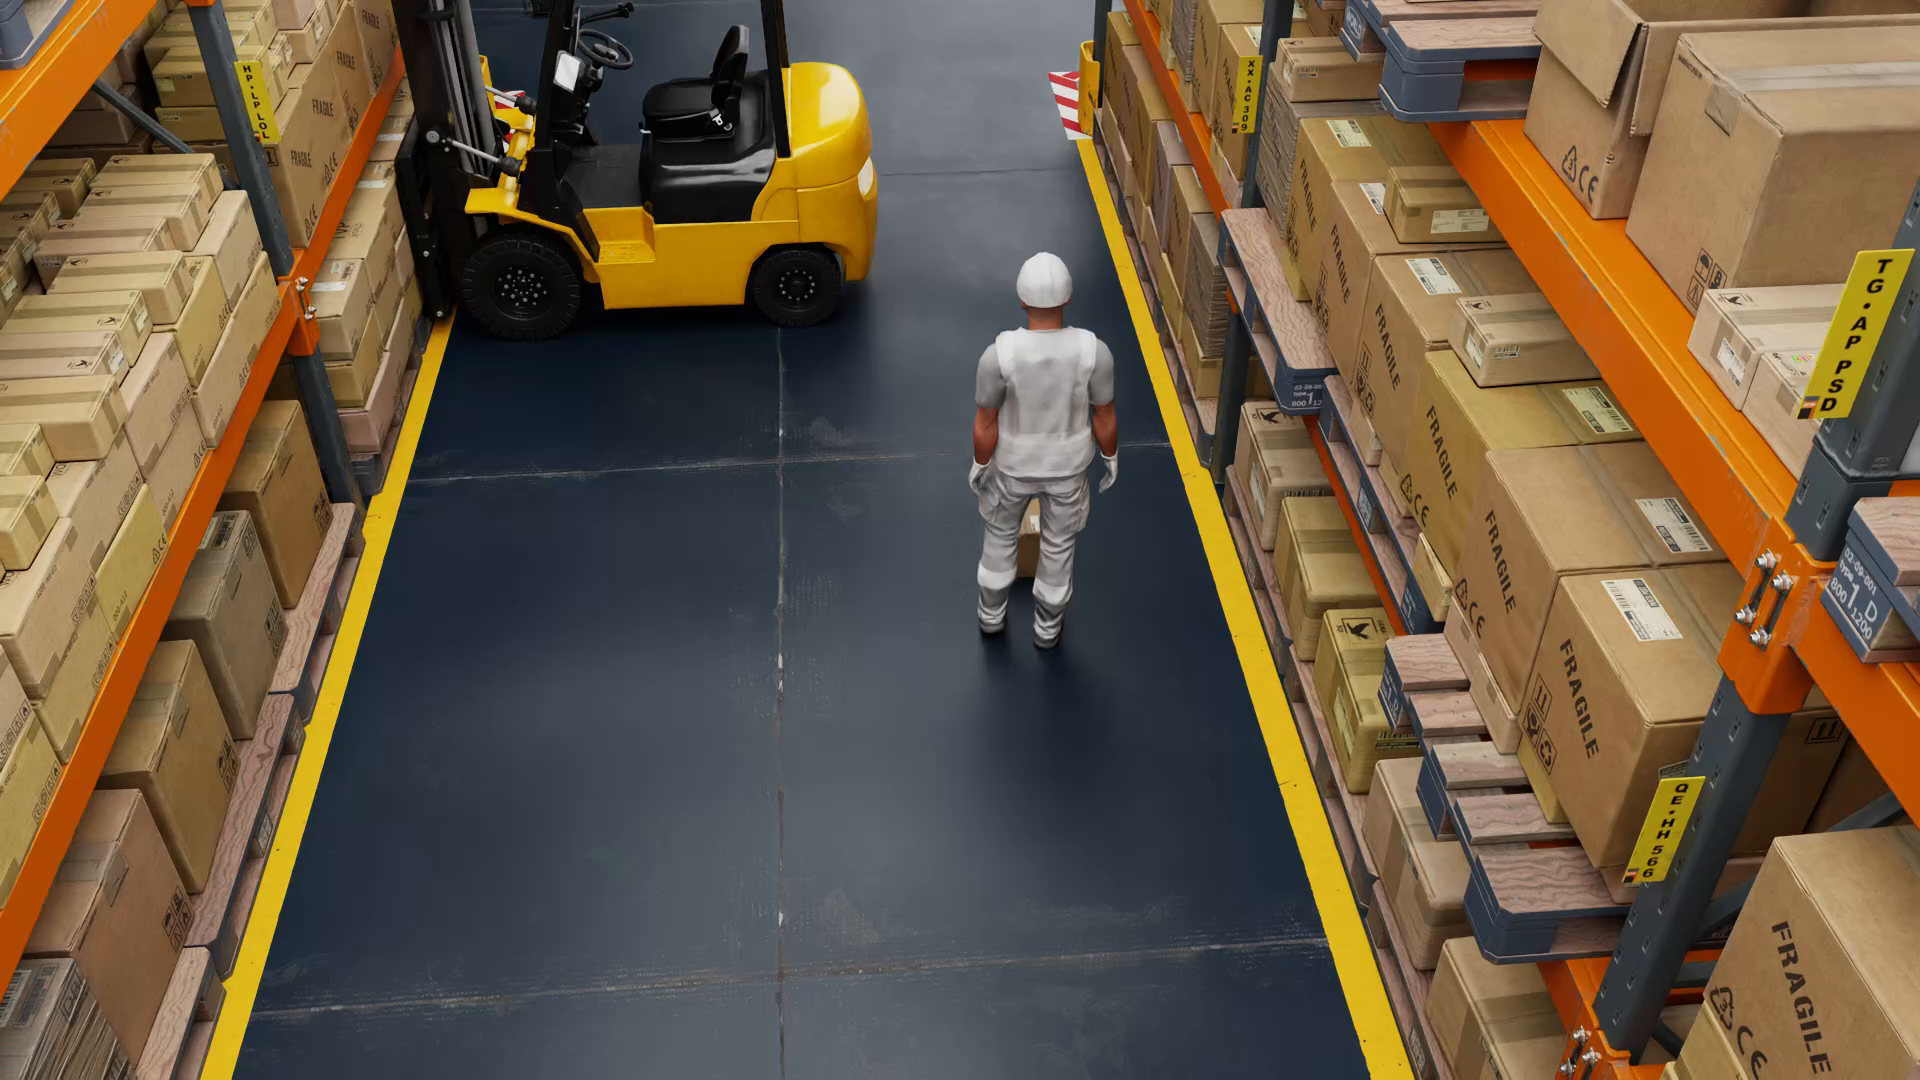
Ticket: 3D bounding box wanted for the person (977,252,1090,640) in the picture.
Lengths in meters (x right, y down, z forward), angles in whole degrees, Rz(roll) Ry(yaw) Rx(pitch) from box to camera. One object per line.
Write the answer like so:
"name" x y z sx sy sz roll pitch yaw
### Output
"person" 10.582 -10.635 19.368 20.730 1.797 33.448 0 39 0
